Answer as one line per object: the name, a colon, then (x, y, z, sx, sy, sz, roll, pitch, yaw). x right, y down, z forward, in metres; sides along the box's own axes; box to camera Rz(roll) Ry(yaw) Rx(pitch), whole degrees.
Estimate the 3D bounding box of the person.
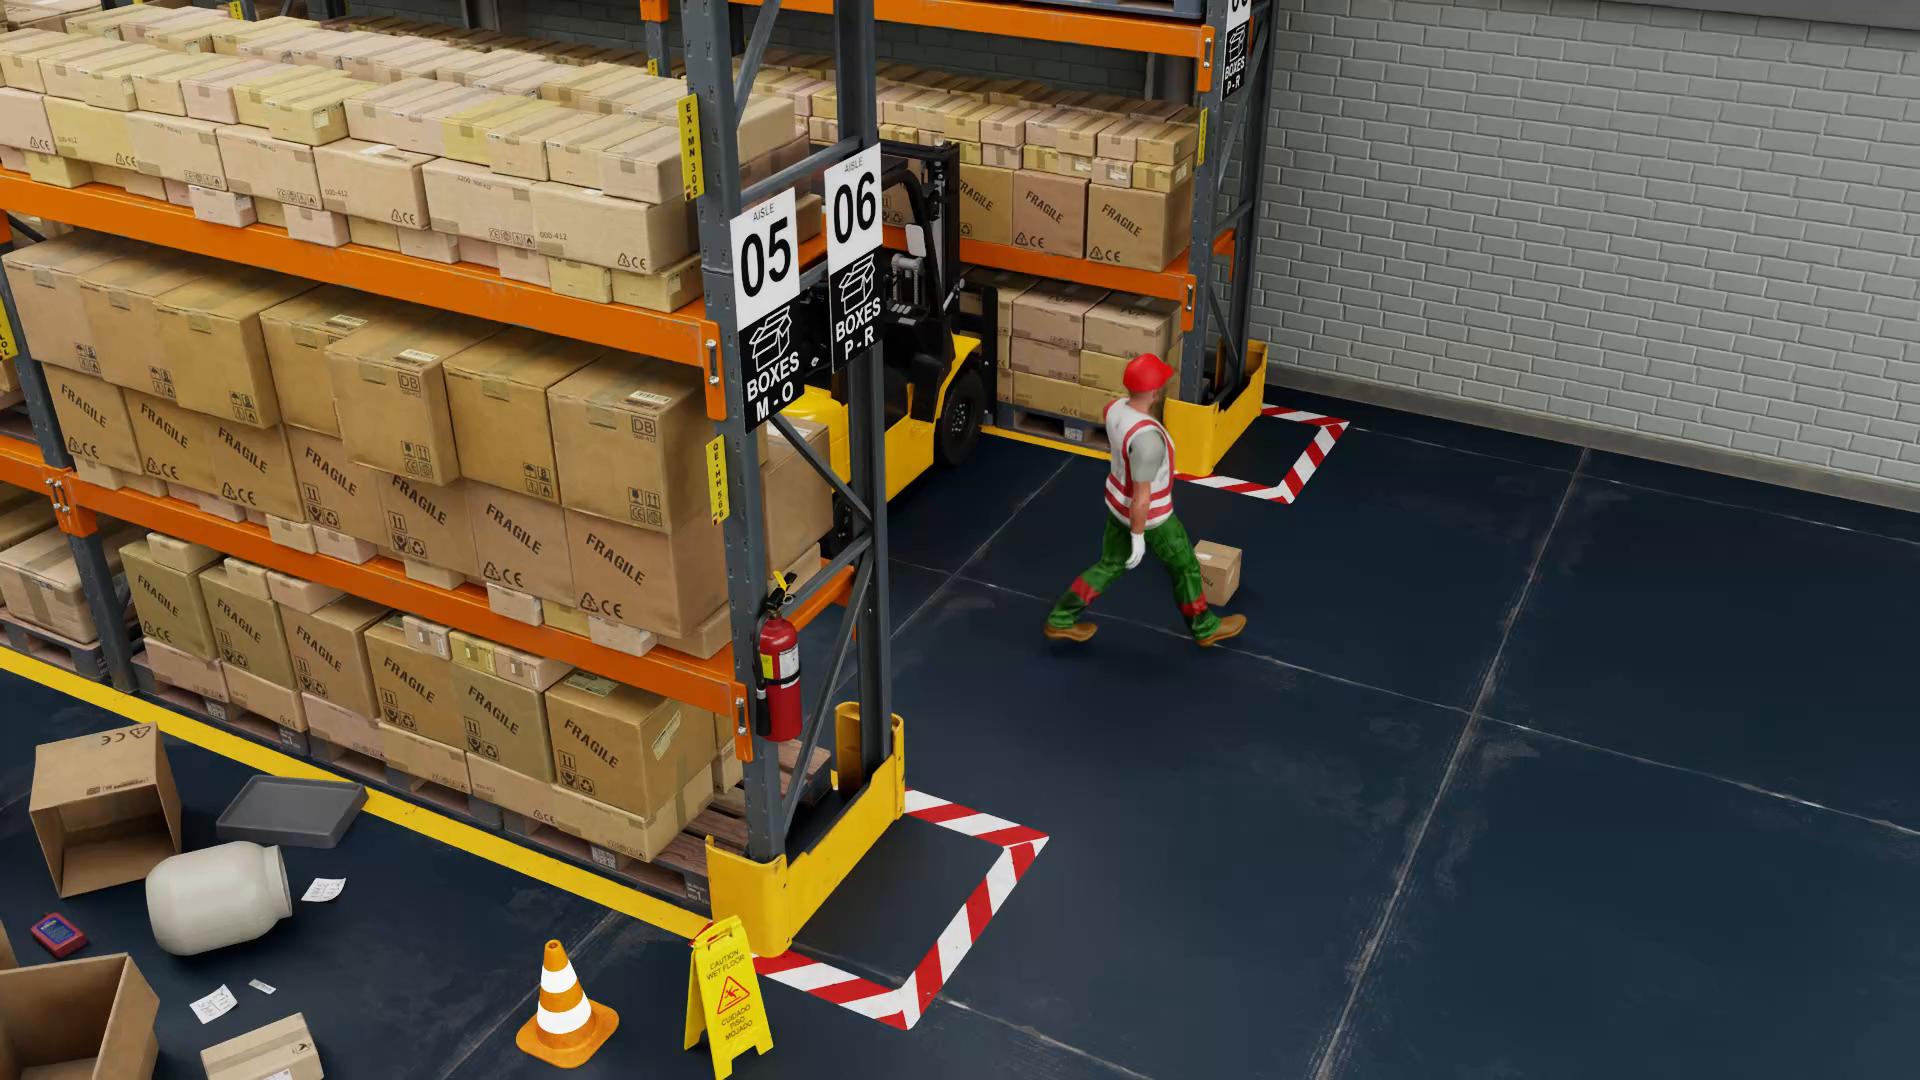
person: (1.006, -0.185, 8.637, 1.075, 1.728, 0.572, -10, 31, -17)
